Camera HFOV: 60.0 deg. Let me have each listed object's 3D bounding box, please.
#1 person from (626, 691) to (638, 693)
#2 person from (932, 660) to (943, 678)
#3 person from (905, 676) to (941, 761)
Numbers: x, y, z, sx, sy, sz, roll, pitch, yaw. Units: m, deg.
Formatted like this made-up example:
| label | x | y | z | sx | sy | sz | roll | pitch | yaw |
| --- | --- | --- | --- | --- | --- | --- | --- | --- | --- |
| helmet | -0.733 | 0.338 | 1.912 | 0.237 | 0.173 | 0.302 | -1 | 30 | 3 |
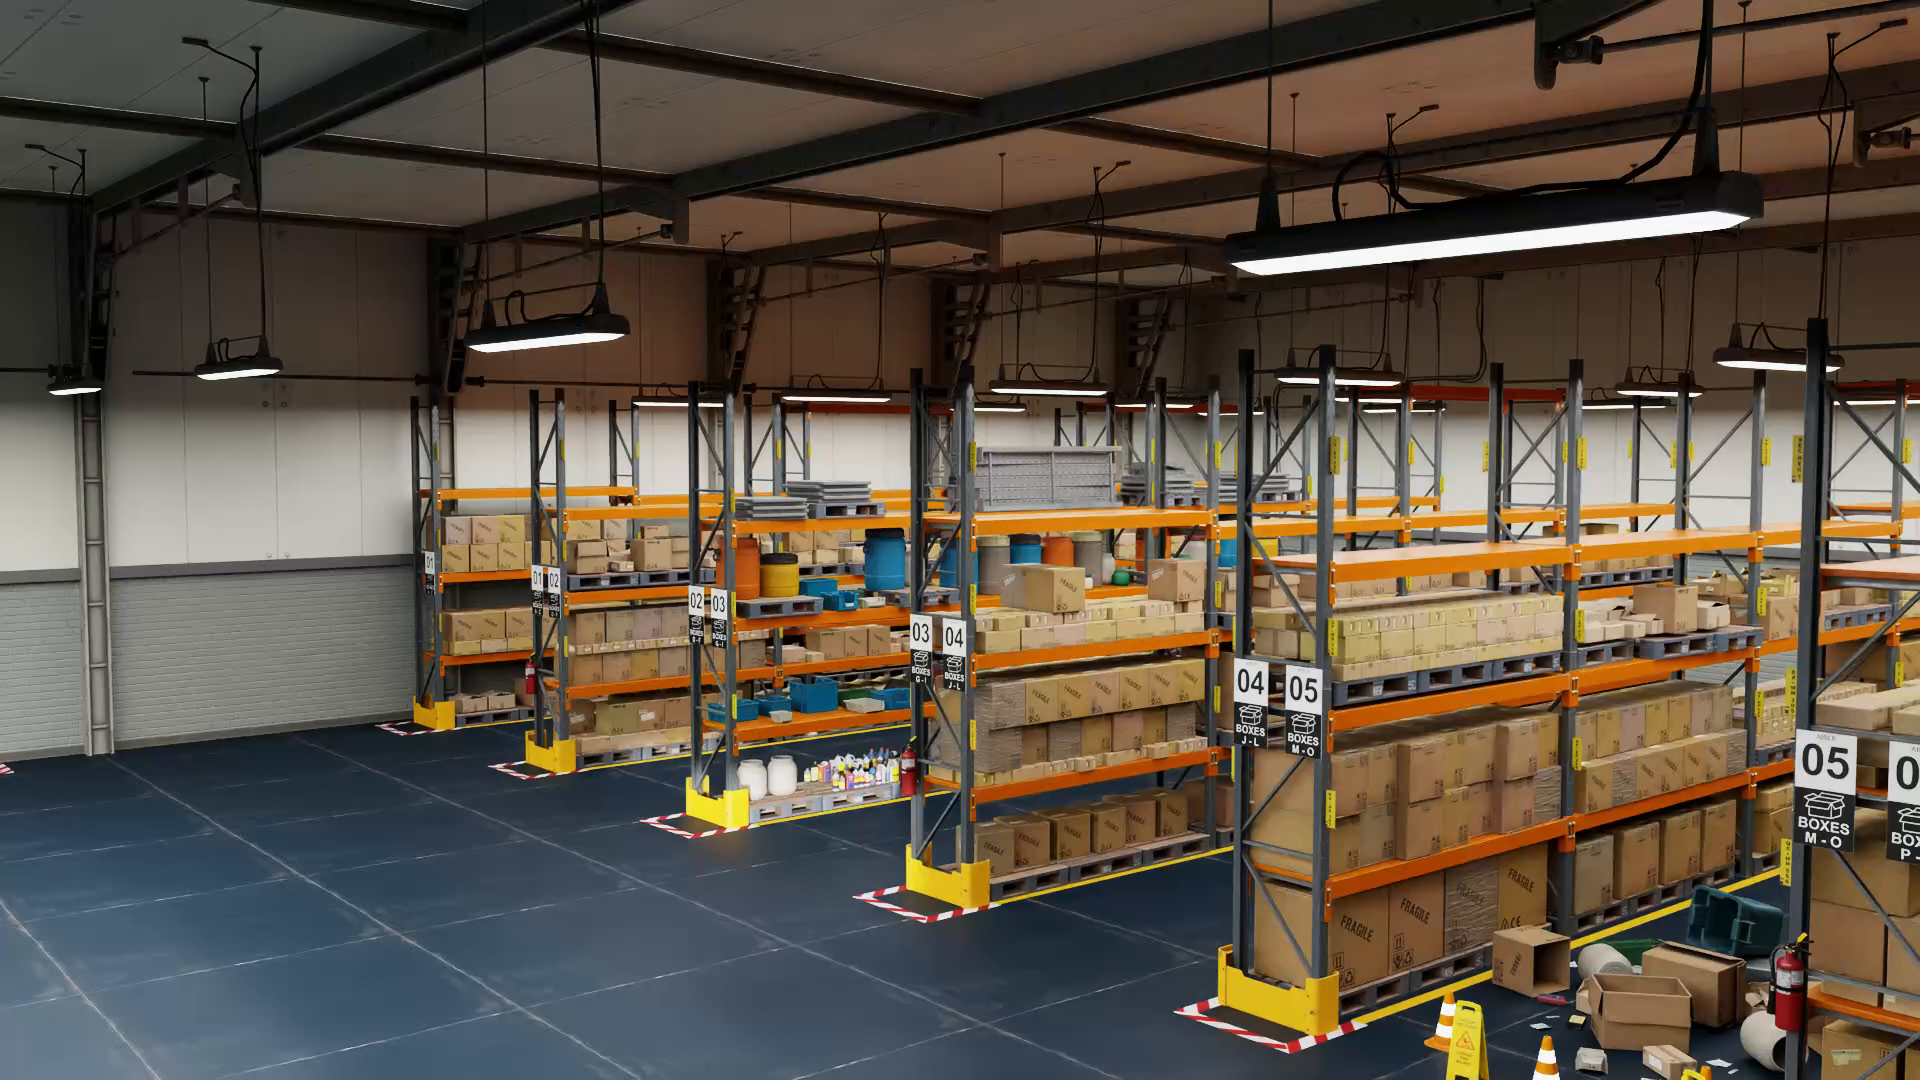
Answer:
| label | x | y | z | sx | sy | sz | roll | pitch | yaw |
| --- | --- | --- | --- | --- | --- | --- | --- | --- | --- |
| person | -5.975 | 2.547 | 30.590 | 0.613 | 1.651 | 0.788 | 1 | 4 | 17 |
| person | -0.518 | 2.383 | 33.390 | 0.664 | 1.615 | 0.936 | 2 | 4 | 33 |
| person | -0.407 | 2.850 | 26.767 | 0.953 | 1.498 | 0.612 | 0 | 3 | -4 |
